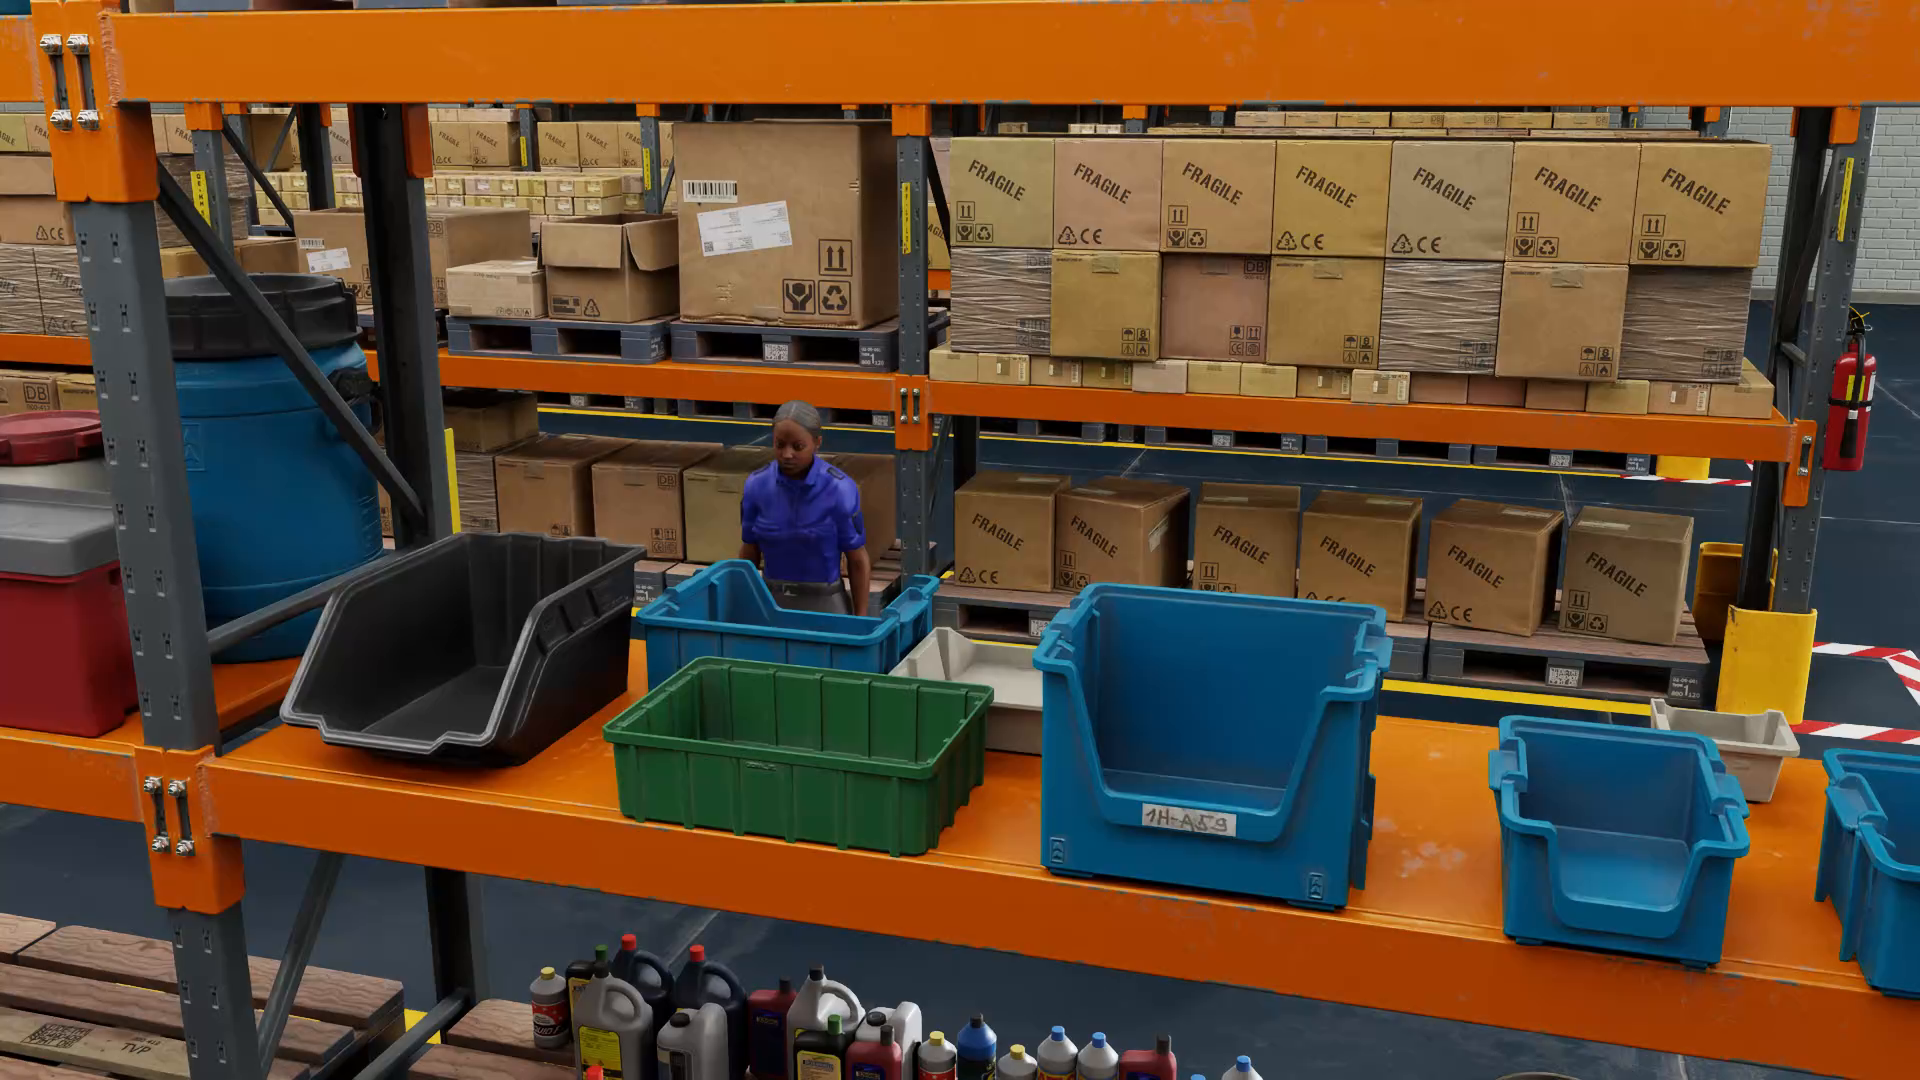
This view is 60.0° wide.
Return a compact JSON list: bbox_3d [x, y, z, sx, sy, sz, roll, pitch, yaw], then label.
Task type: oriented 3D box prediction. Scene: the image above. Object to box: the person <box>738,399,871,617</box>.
[{"bbox_3d":[-0.584,0.309,5.890,0.519,1.653,0.402,4,16,13],"label":"person"}]
